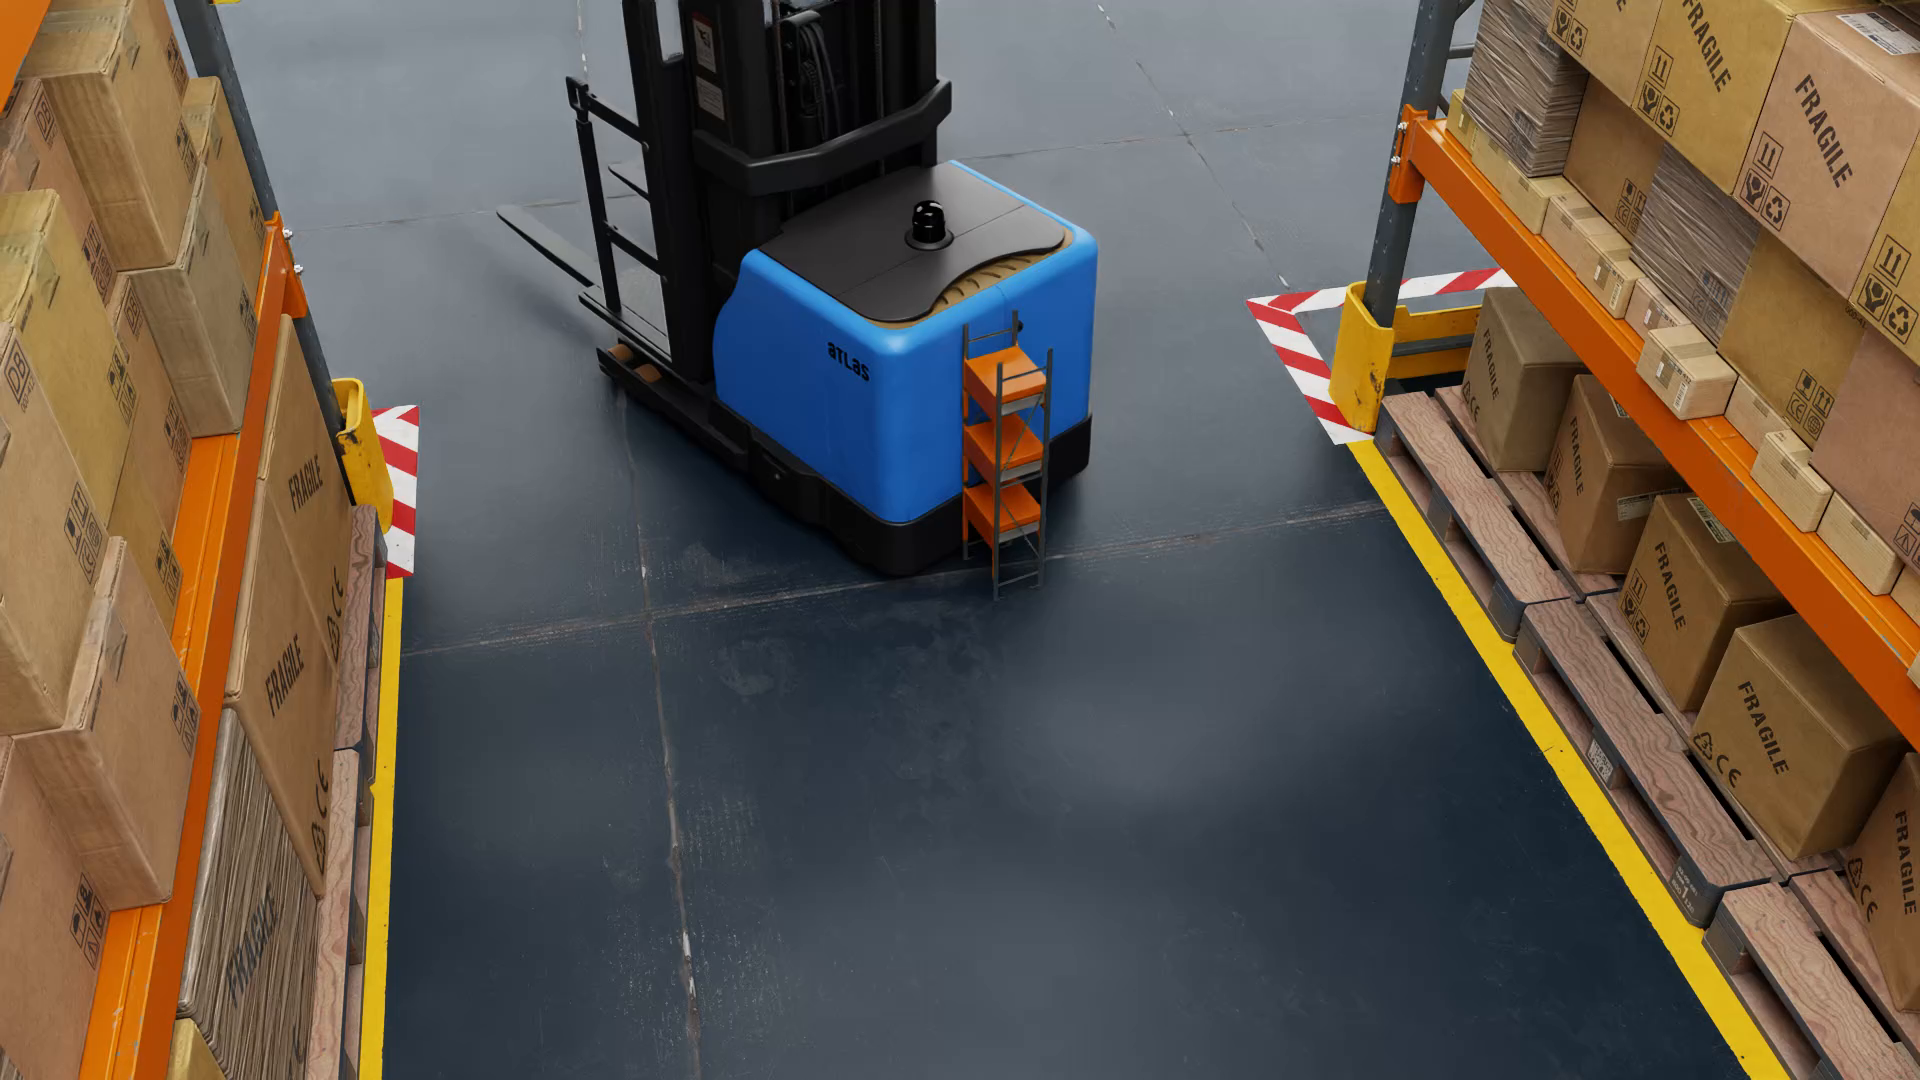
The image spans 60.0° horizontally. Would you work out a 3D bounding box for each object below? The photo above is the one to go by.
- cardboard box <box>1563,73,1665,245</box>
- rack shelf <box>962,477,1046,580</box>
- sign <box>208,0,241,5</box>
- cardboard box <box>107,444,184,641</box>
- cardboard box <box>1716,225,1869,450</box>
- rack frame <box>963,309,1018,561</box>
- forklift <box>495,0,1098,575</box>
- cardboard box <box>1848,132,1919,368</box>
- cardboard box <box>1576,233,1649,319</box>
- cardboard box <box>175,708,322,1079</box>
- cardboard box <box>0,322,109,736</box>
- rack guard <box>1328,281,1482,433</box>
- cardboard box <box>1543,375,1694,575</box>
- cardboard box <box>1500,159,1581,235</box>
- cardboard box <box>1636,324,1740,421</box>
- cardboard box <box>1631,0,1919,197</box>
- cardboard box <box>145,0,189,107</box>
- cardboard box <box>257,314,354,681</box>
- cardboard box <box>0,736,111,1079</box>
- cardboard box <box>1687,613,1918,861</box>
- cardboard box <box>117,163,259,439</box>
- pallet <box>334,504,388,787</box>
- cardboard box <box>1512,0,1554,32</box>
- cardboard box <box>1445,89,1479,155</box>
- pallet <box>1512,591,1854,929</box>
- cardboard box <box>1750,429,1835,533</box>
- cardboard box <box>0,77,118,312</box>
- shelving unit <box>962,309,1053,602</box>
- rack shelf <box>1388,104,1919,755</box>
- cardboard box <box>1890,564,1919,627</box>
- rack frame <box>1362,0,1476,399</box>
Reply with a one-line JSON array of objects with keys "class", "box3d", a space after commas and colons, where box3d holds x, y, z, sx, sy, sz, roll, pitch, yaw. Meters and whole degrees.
[{"class": "cardboard box", "box3d": [2.435, -1.274, 5.126, 0.875, 0.500, 0.500, -8, 42, -9]}, {"class": "rack shelf", "box3d": [0.156, -0.056, 5.957, 0.215, 0.259, 0.240, -18, 45, -19]}, {"class": "sign", "box3d": [-2.214, -1.738, 4.897, 0.100, 0.325, 0.005, -8, 42, -9]}, {"class": "cardboard box", "box3d": [-2.330, 0.103, 3.762, 0.875, 0.550, 0.500, -8, 42, -9]}, {"class": "cardboard box", "box3d": [2.597, -0.618, 4.387, 0.875, 0.500, 0.500, -8, 42, -9]}, {"class": "rack frame", "box3d": [0.102, -0.345, 5.848, 0.200, 1.050, 0.008, -18, 45, -19]}, {"class": "forklift", "box3d": [-0.863, -1.860, 6.138, 1.130, 2.935, 3.031, -31, 50, -30]}, {"class": "cardboard box", "box3d": [2.399, -0.623, 3.639, 0.500, 0.500, 0.500, -8, 42, -9]}, {"class": "cardboard box", "box3d": [2.142, -0.829, 5.113, 0.380, 0.149, 0.250, -8, 42, -9]}, {"class": "cardboard box", "box3d": [-2.149, 1.082, 4.056, 0.875, 0.875, 0.875, -8, 42, -9]}, {"class": "cardboard box", "box3d": [-2.144, 0.032, 3.028, 0.875, 0.550, 0.550, -8, 42, -9]}, {"class": "rack guard", "box3d": [2.134, -0.809, 6.784, 1.175, 0.500, 0.348, -8, 42, -9]}, {"class": "cardboard box", "box3d": [2.399, -0.225, 5.811, 0.500, 0.500, 0.500, 2, 42, 2]}, {"class": "cardboard box", "box3d": [2.021, -1.151, 5.476, 0.380, 0.149, 0.250, -8, 42, -9]}, {"class": "cardboard box", "box3d": [2.176, -0.494, 4.736, 0.380, 0.149, 0.250, -8, 42, -9]}, {"class": "cardboard box", "box3d": [2.181, -1.271, 4.369, 0.500, 0.500, 0.500, -8, 42, -9]}, {"class": "cardboard box", "box3d": [-2.705, -1.361, 4.598, 0.875, 0.550, 0.550, -8, 42, -9]}, {"class": "cardboard box", "box3d": [-2.536, -0.080, 5.364, 0.875, 0.875, 0.875, -8, 42, -9]}, {"class": "cardboard box", "box3d": [-2.116, 0.799, 2.978, 0.875, 0.550, 0.550, -8, 42, -9]}, {"class": "cardboard box", "box3d": [2.592, 0.552, 4.936, 0.500, 0.500, 0.500, -12, 43, -13]}, {"class": "cardboard box", "box3d": [-2.483, -0.616, 4.572, 0.875, 0.550, 0.550, -8, 42, -9]}, {"class": "pallet", "box3d": [-2.498, 0.403, 5.638, 1.003, 0.211, 1.213, -8, 42, -9]}, {"class": "cardboard box", "box3d": [1.970, -1.920, 5.100, 0.500, 0.500, 0.500, -8, 42, -9]}, {"class": "cardboard box", "box3d": [1.946, -1.480, 5.847, 0.380, 0.149, 0.250, -8, 42, -9]}, {"class": "pallet", "box3d": [2.535, 0.620, 5.392, 1.003, 0.211, 1.213, -8, 42, -9]}, {"class": "cardboard box", "box3d": [2.338, -0.177, 4.380, 0.380, 0.149, 0.250, -8, 42, -9]}, {"class": "cardboard box", "box3d": [-2.508, -0.635, 3.780, 0.875, 0.550, 0.550, -8, 42, -9]}, {"class": "shelving unit", "box3d": [0.156, -0.272, 5.766, 0.215, 1.050, 0.252, -18, 45, -19]}, {"class": "rack shelf", "box3d": [2.549, -0.227, 4.788, 1.077, 0.370, 4.000, -8, 42, -9]}, {"class": "cardboard box", "box3d": [2.520, 0.136, 4.027, 0.380, 0.149, 0.250, -8, 42, -9]}, {"class": "rack frame", "box3d": [2.118, -1.793, 6.010, 1.000, 3.000, 0.127, -8, 42, -9]}]
